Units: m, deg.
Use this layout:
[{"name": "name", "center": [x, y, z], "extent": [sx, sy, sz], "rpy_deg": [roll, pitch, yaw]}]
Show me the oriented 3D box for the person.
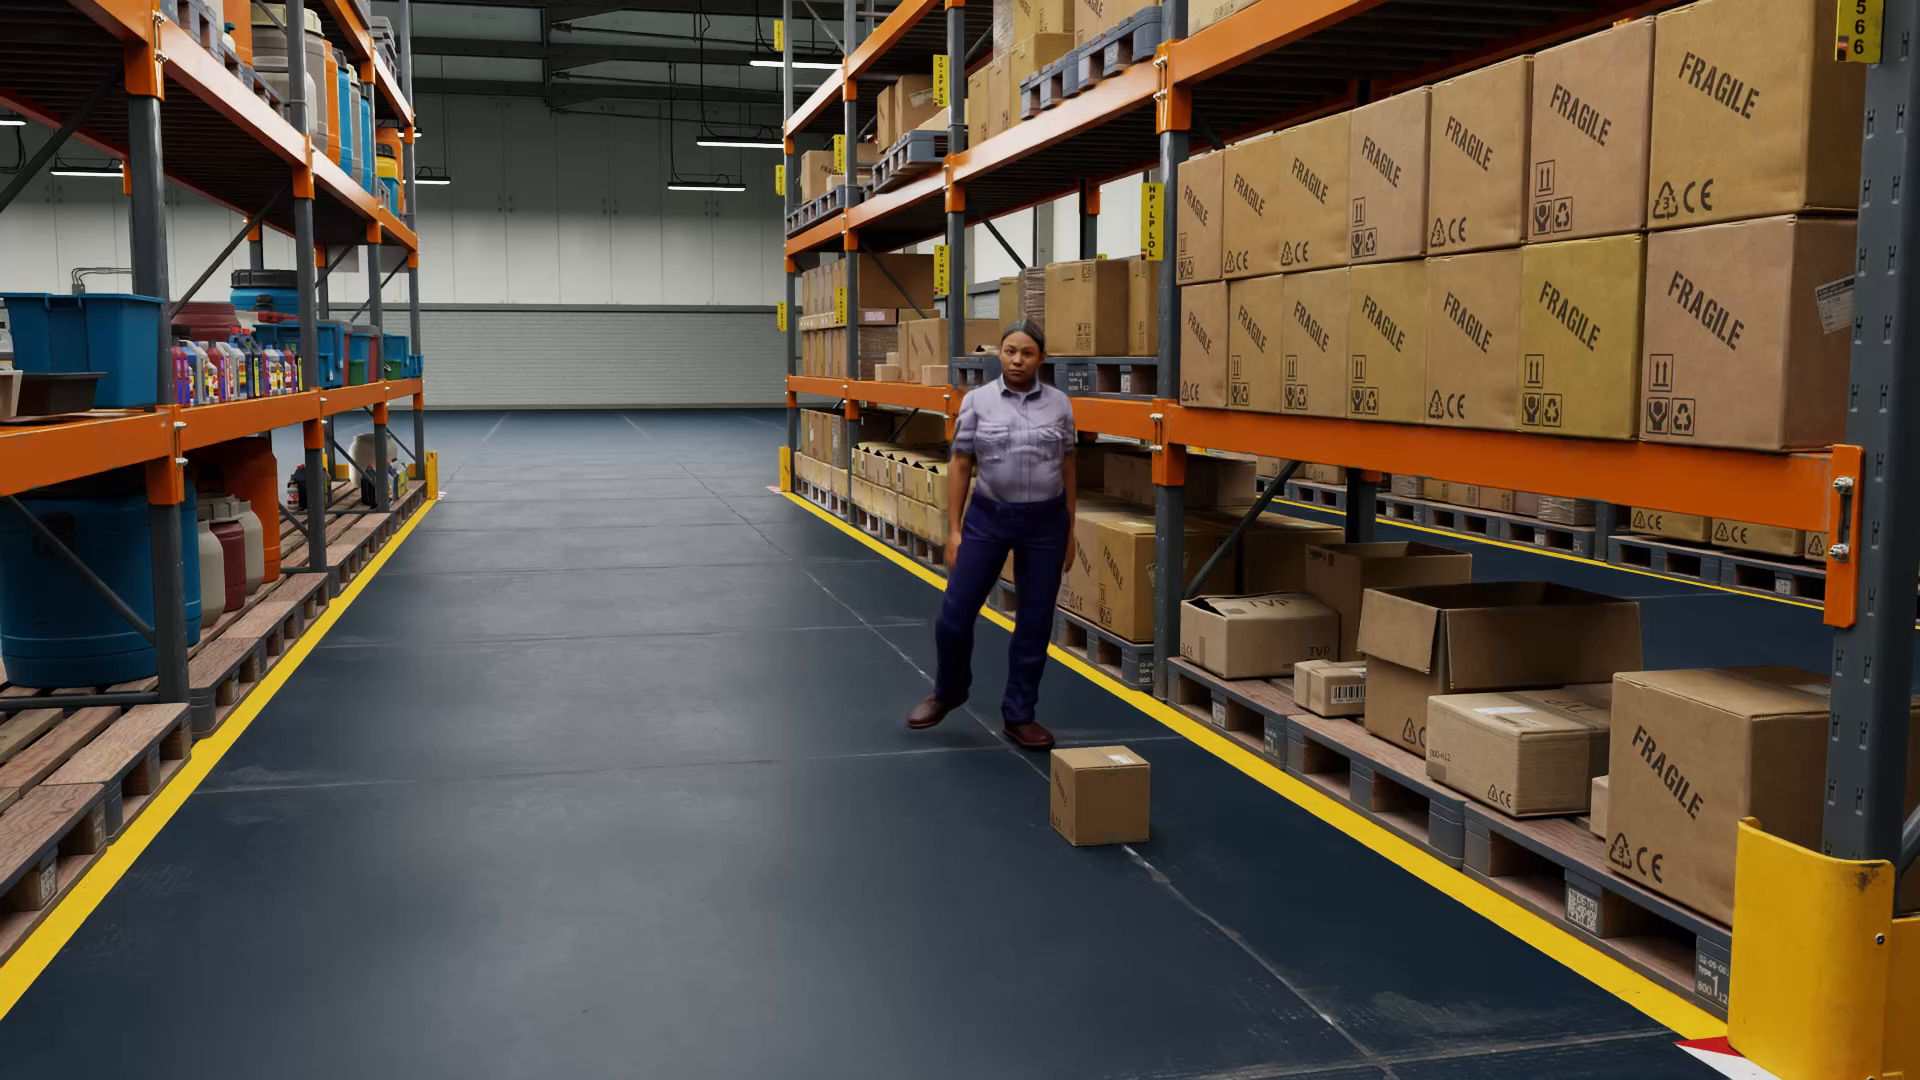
[{"name": "person", "center": [0.125, -0.022, 6.389], "extent": [0.650, 1.636, 0.504], "rpy_deg": [-1, 6, -6]}]
